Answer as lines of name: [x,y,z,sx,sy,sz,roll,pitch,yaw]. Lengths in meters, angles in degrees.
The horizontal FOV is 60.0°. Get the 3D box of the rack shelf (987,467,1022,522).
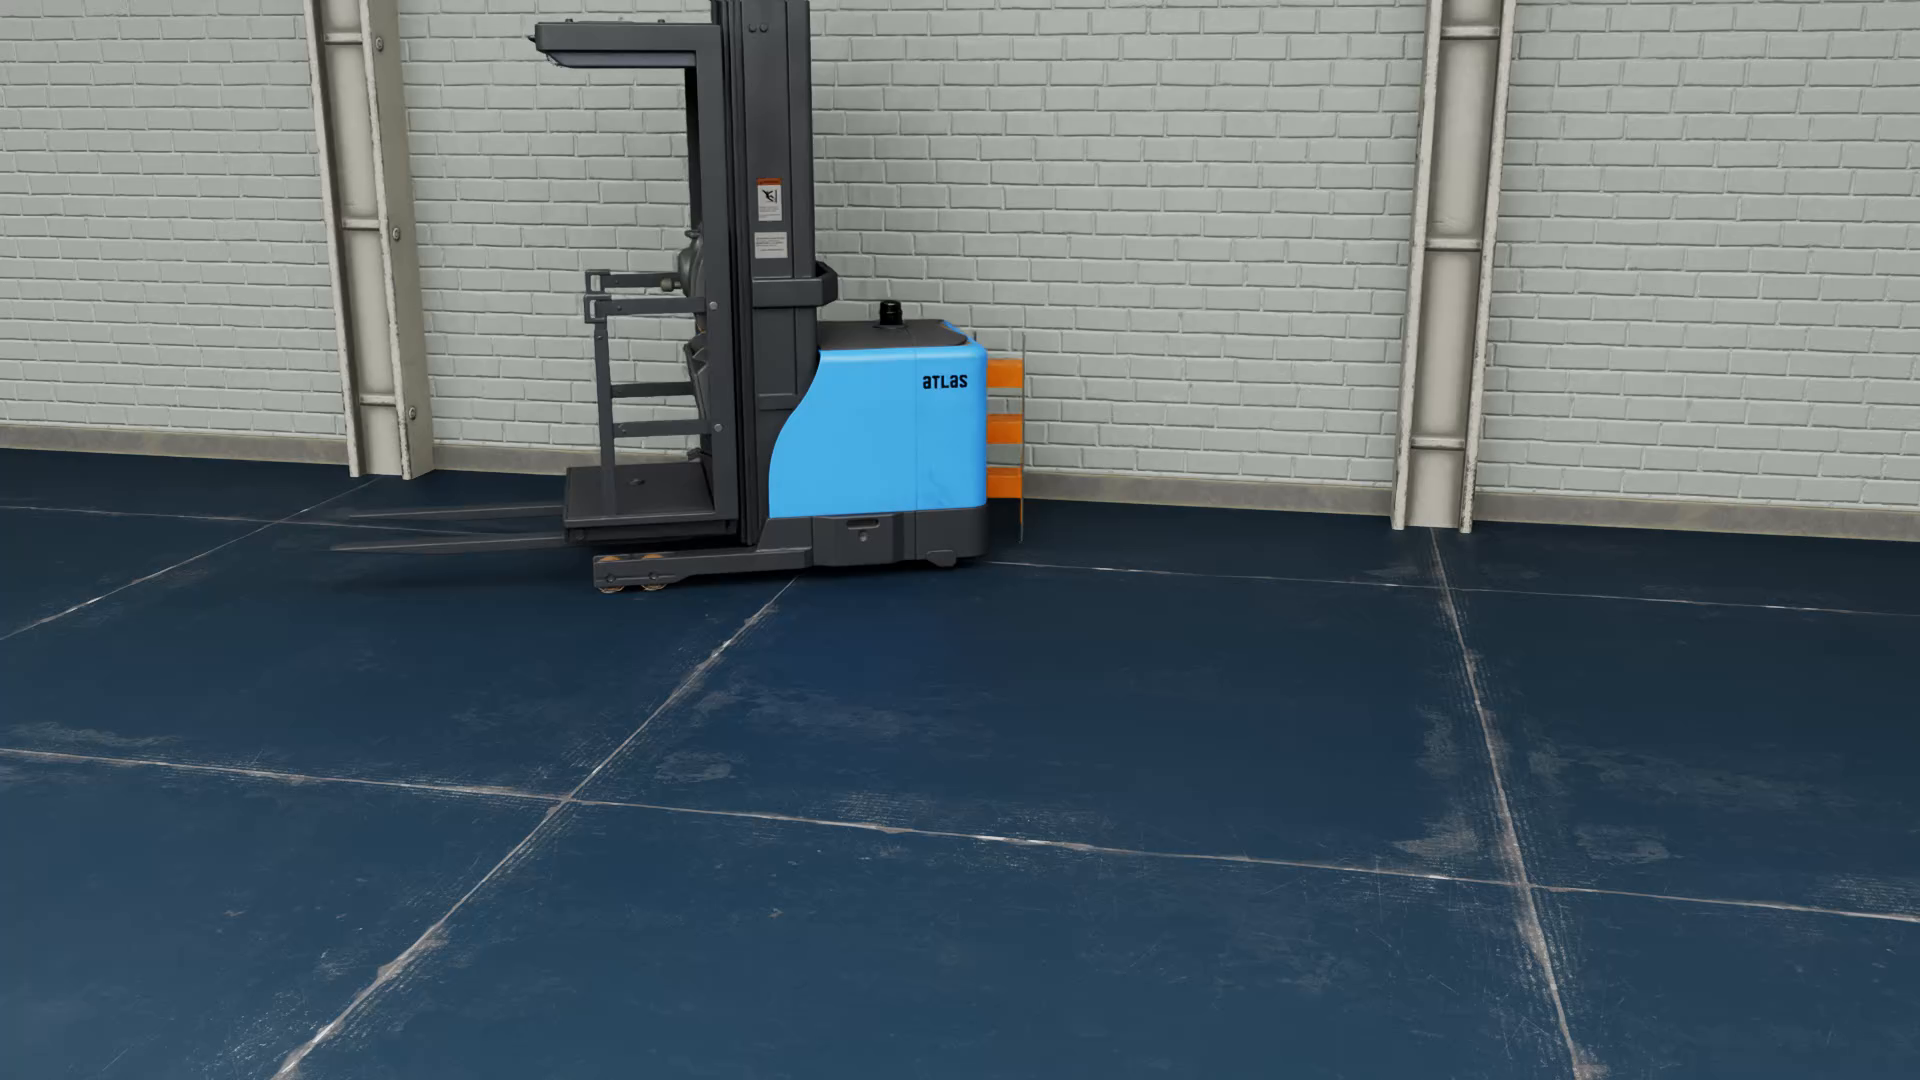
rack shelf: [0.196,-0.239,8.469,0.240,0.259,0.215,1,15,3]

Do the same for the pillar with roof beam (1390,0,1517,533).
pillar with roof beam: [1.630,-3.297,3.539,0.400,9.000,9.100,3,16,11]

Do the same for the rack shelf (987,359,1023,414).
rack shelf: [0.196,-0.780,8.319,0.240,0.259,0.215,1,15,3]

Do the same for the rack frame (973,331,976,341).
rack frame: [0.074,-0.519,8.398,0.008,1.050,0.200,1,15,3]

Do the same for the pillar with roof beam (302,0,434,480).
pillar with roof beam: [-4.249,-3.617,4.691,0.400,9.000,9.100,3,16,11]

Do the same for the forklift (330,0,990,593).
forklift: [-1.429,-1.323,7.778,3.031,2.935,1.130,-3,16,-11]

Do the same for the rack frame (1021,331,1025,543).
rack frame: [0.318,-0.516,8.387,0.008,1.050,0.200,1,15,3]

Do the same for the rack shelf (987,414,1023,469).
rack shelf: [0.196,-0.507,8.395,0.240,0.259,0.215,1,15,3]

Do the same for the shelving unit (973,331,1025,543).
shelving unit: [0.196,-0.517,8.392,0.252,1.050,0.215,1,15,3]
